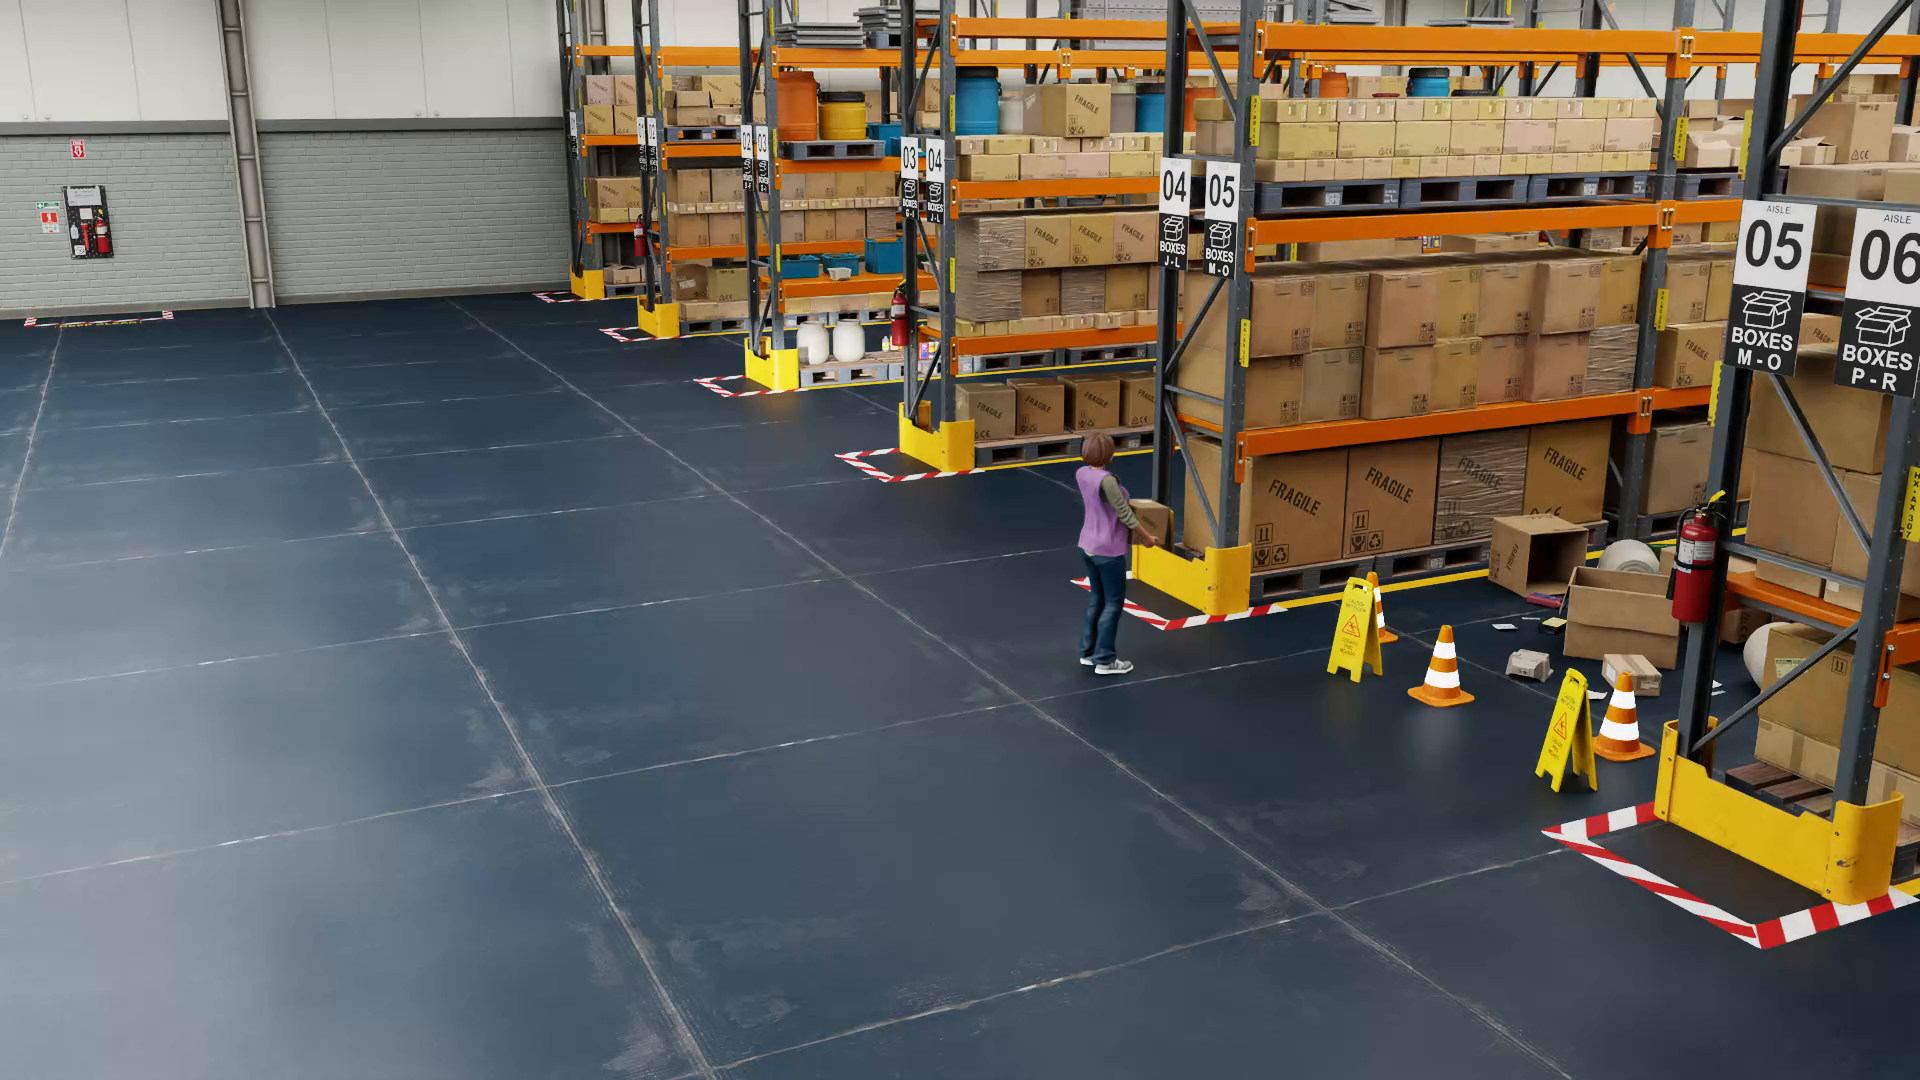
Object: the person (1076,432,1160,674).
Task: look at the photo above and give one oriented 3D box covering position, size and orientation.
[{"bbox_3d":[1.011,0.070,10.802,0.497,1.589,0.405,-7,17,-24],"label":"person"}]
